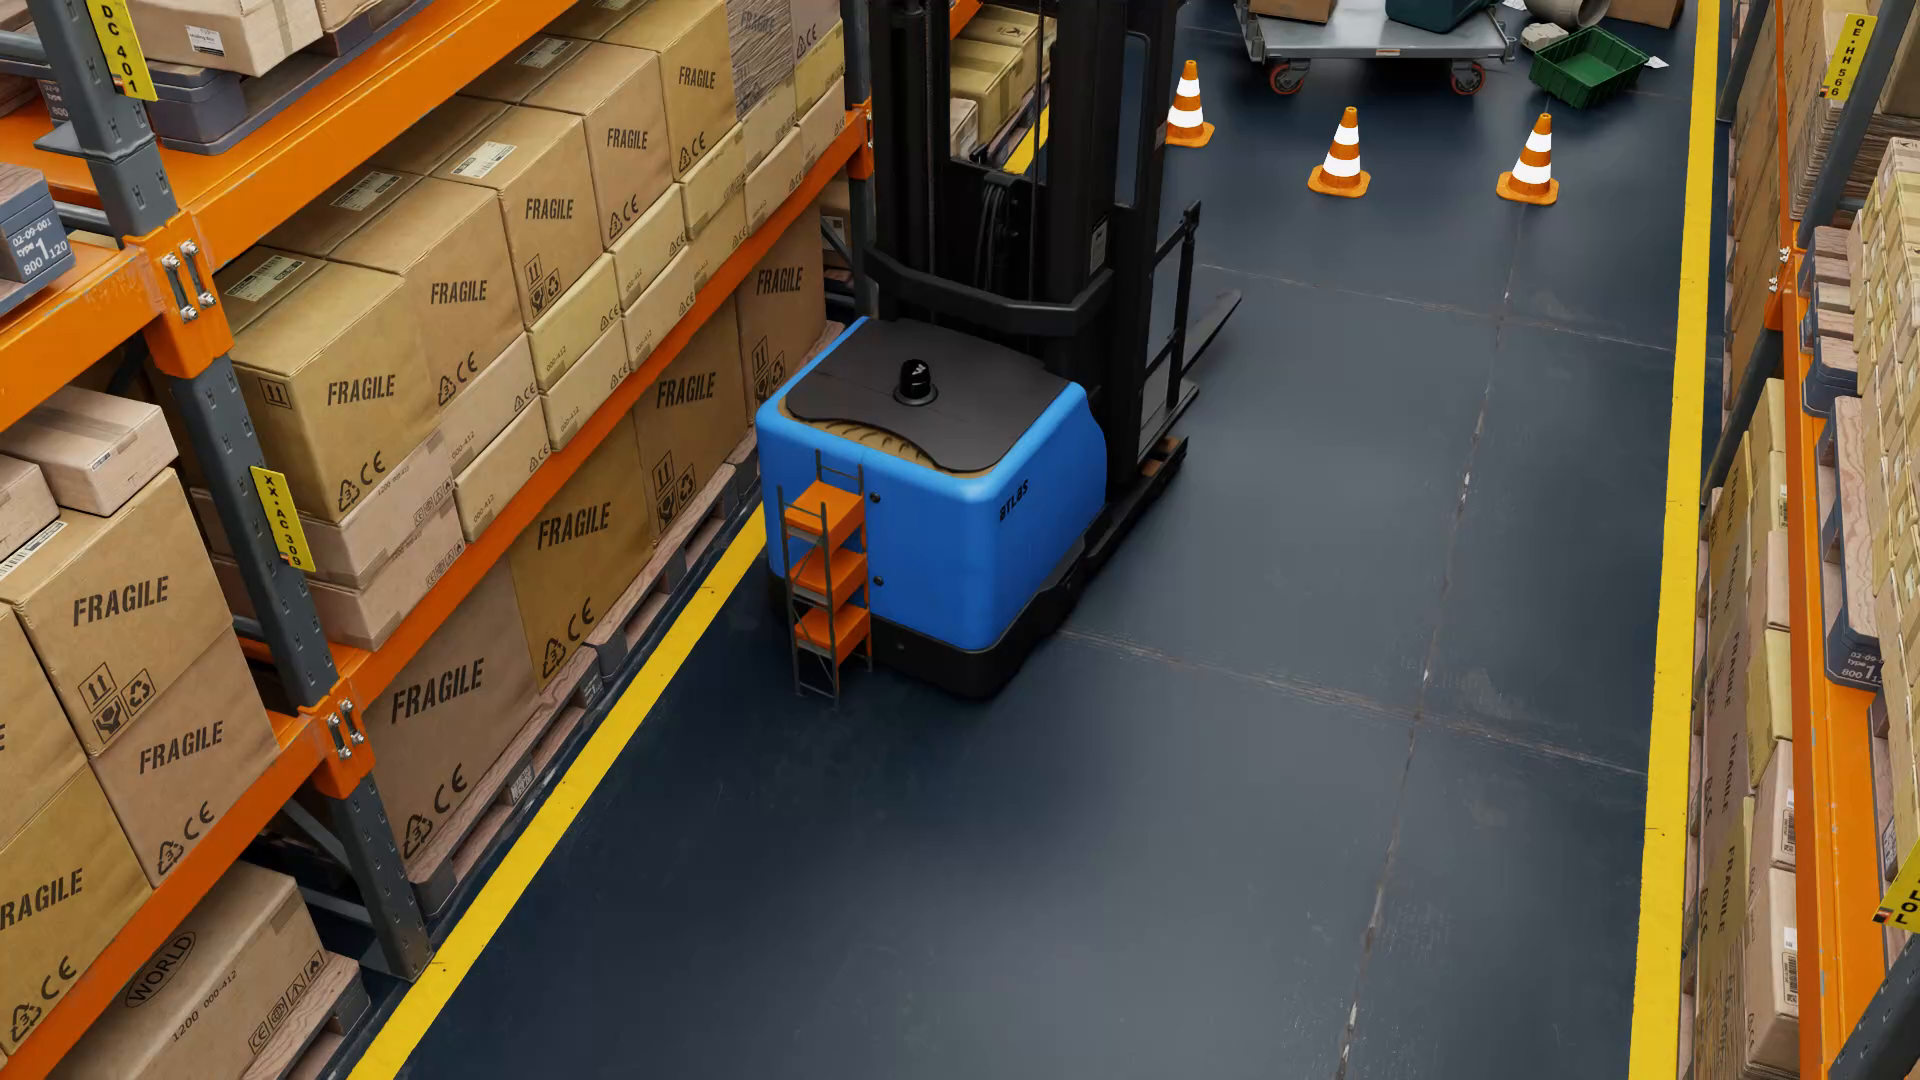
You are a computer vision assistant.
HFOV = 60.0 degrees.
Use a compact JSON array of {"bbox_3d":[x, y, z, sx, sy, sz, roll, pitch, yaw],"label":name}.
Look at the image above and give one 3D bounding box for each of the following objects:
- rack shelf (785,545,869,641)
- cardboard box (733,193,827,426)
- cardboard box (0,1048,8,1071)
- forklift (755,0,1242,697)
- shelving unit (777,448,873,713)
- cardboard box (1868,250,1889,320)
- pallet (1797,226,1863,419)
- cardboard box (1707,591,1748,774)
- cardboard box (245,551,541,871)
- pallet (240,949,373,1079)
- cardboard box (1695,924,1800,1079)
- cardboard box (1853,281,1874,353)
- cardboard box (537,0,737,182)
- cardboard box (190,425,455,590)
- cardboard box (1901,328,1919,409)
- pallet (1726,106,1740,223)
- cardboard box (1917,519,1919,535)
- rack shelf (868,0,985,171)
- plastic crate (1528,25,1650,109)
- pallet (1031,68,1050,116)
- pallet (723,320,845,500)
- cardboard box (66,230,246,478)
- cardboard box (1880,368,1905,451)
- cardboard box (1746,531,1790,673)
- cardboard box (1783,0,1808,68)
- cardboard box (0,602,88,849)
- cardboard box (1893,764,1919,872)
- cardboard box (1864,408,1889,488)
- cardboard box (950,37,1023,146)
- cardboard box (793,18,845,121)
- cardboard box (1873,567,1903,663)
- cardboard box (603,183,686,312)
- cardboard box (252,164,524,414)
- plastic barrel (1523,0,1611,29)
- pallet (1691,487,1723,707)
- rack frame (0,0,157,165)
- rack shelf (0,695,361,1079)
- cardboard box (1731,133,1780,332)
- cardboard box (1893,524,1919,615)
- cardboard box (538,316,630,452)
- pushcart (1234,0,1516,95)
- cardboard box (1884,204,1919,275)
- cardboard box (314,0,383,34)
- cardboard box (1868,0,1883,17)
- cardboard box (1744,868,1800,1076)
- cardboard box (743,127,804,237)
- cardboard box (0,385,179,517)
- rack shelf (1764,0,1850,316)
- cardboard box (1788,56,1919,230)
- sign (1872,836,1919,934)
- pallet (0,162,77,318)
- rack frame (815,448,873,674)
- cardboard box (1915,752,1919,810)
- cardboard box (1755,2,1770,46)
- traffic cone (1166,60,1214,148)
[{"bbox_3d":[-0.496,0.178,6.249,0.215,0.259,0.240,20,44,22],"label":"rack shelf"},{"bbox_3d":[-1.205,-1.201,7.661,0.875,0.875,0.875,13,42,15],"label":"cardboard box"},{"bbox_3d":[-2.506,1.113,3.557,0.500,0.500,0.500,13,42,14],"label":"cardboard box"},{"bbox_3d":[0.384,-1.449,6.690,1.130,2.935,3.031,20,44,22],"label":"forklift"},{"bbox_3d":[-0.496,0.170,6.242,0.215,1.050,0.252,20,44,22],"label":"shelving unit"},{"bbox_3d":[3.262,-0.814,5.533,0.380,0.149,0.250,12,42,14],"label":"cardboard box"},{"bbox_3d":[3.651,-0.685,5.889,1.213,0.211,1.003,13,42,15],"label":"pallet"},{"bbox_3d":[2.974,0.572,5.871,0.500,0.500,0.500,12,42,14],"label":"cardboard box"},{"bbox_3d":[-2.122,0.439,5.737,0.875,0.875,0.875,15,43,16],"label":"cardboard box"},{"bbox_3d":[-2.593,1.694,5.102,1.003,0.211,1.213,13,42,15],"label":"pallet"},{"bbox_3d":[2.444,1.508,4.774,0.500,0.500,0.500,13,42,14],"label":"cardboard box"},{"bbox_3d":[3.269,-0.724,5.657,0.380,0.149,0.250,15,43,17],"label":"cardboard box"},{"bbox_3d":[-1.166,-1.682,6.063,0.500,0.500,0.500,13,42,15],"label":"cardboard box"},{"bbox_3d":[-1.844,-0.152,4.848,0.500,0.250,0.500,12,42,14],"label":"cardboard box"},{"bbox_3d":[3.007,-0.465,4.896,0.380,0.149,0.250,15,43,16],"label":"cardboard box"},{"bbox_3d":[4.970,-2.107,9.557,1.003,0.211,1.213,13,42,15],"label":"pallet"},{"bbox_3d":[2.739,0.015,4.333,0.380,0.149,0.250,12,42,14],"label":"cardboard box"},{"bbox_3d":[-0.207,-3.199,9.243,1.077,0.370,4.000,13,42,15],"label":"rack shelf"},{"bbox_3d":[3.991,-3.004,10.583,0.662,0.188,0.450,-29,58,-29],"label":"plastic crate"},{"bbox_3d":[0.212,-3.156,10.787,1.003,0.211,1.213,13,42,15],"label":"pallet"},{"bbox_3d":[-1.232,-0.728,7.940,1.003,0.211,1.213,13,42,15],"label":"pallet"},{"bbox_3d":[-2.342,-0.560,4.748,0.500,0.500,0.500,15,43,16],"label":"cardboard box"},{"bbox_3d":[3.002,-0.357,4.998,0.380,0.149,0.250,13,42,15],"label":"cardboard box"},{"bbox_3d":[2.977,0.265,5.653,0.500,0.250,0.500,14,42,15],"label":"cardboard box"},{"bbox_3d":[4.211,-2.510,7.804,0.500,0.500,0.500,14,42,16],"label":"cardboard box"},{"bbox_3d":[-2.342,0.425,3.593,0.500,0.500,0.500,13,42,14],"label":"cardboard box"},{"bbox_3d":[2.465,0.715,3.971,0.380,0.149,0.250,14,42,15],"label":"cardboard box"},{"bbox_3d":[3.001,-0.243,5.093,0.380,0.149,0.250,14,42,16],"label":"cardboard box"},{"bbox_3d":[-0.179,-2.668,9.768,0.950,0.372,0.625,15,43,17],"label":"cardboard box"},{"bbox_3d":[-0.818,-2.034,7.053,0.500,0.250,0.500,13,42,15],"label":"cardboard box"},{"bbox_3d":[2.728,0.240,4.528,0.380,0.149,0.250,12,42,13],"label":"cardboard box"},{"bbox_3d":[-1.323,-1.087,5.943,0.500,0.250,0.500,12,42,14],"label":"cardboard box"},{"bbox_3d":[-1.690,-0.753,4.974,0.500,0.500,0.500,13,42,15],"label":"cardboard box"},{"bbox_3d":[4.109,-3.708,11.270,0.421,0.421,0.512,-21,45,-22],"label":"plastic barrel"},{"bbox_3d":[3.526,0.321,6.711,1.003,0.211,1.213,13,42,15],"label":"pallet"},{"bbox_3d":[-2.259,-2.095,2.773,1.000,3.000,0.127,13,42,15],"label":"rack frame"},{"bbox_3d":[-2.943,1.680,3.524,1.077,0.370,4.000,13,42,15],"label":"rack shelf"},{"bbox_3d":[4.384,-1.405,7.996,1.050,0.750,0.750,14,42,16],"label":"cardboard box"},{"bbox_3d":[2.734,0.122,4.437,0.380,0.149,0.250,11,42,13],"label":"cardboard box"},{"bbox_3d":[-1.495,-0.591,5.747,0.500,0.250,0.500,13,42,15],"label":"cardboard box"},{"bbox_3d":[2.636,-3.219,10.733,1.648,0.377,0.936,0,40,0],"label":"pushcart"},{"bbox_3d":[3.277,-0.954,5.469,0.380,0.149,0.250,13,42,15],"label":"cardboard box"},{"bbox_3d":[-1.685,-1.625,4.132,0.500,0.500,0.500,13,42,14],"label":"cardboard box"},{"bbox_3d":[4.130,-2.215,6.687,0.700,0.500,0.500,13,42,14],"label":"cardboard box"},{"bbox_3d":[2.444,1.219,4.534,0.500,0.250,0.500,12,42,14],"label":"cardboard box"},{"bbox_3d":[-0.980,-1.515,6.830,0.500,0.250,0.500,14,42,16],"label":"cardboard box"},{"bbox_3d":[-2.065,-0.220,3.849,0.380,0.149,0.250,12,42,14],"label":"cardboard box"},{"bbox_3d":[4.479,-2.162,8.027,1.077,0.370,4.000,13,42,15],"label":"rack shelf"},{"bbox_3d":[3.697,-1.588,6.723,0.500,0.500,0.500,13,42,15],"label":"cardboard box"},{"bbox_3d":[1.904,0.662,3.270,0.100,0.325,0.005,13,42,15],"label":"sign"},{"bbox_3d":[-2.549,-0.424,3.193,1.003,0.211,1.213,13,42,15],"label":"pallet"},{"bbox_3d":[-0.436,0.101,6.323,0.200,1.050,0.008,20,44,22],"label":"rack frame"},{"bbox_3d":[2.467,0.599,3.878,0.380,0.149,0.250,14,42,15],"label":"cardboard box"},{"bbox_3d":[5.444,-3.375,10.208,0.875,0.875,0.875,14,42,16],"label":"cardboard box"},{"bbox_3d":[1.368,-2.660,10.012,0.336,0.463,0.334,13,42,15],"label":"traffic cone"}]
